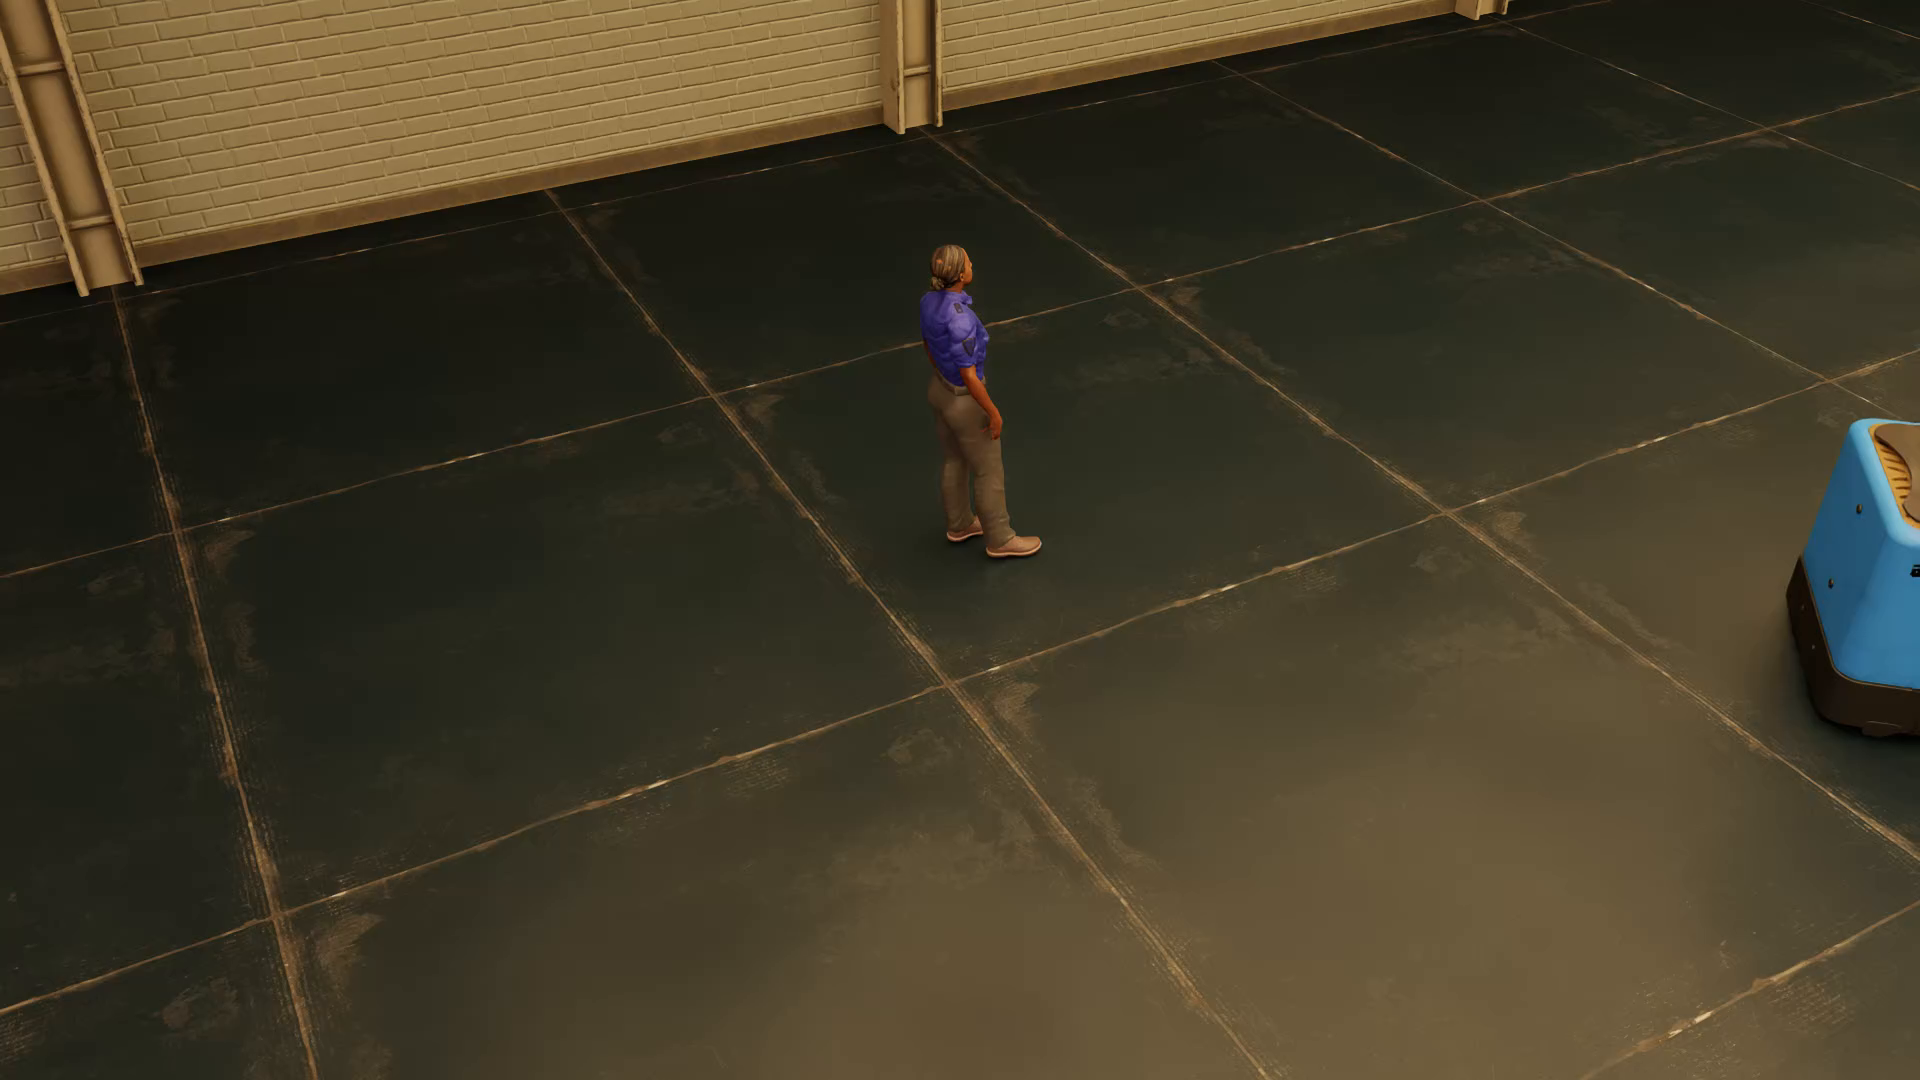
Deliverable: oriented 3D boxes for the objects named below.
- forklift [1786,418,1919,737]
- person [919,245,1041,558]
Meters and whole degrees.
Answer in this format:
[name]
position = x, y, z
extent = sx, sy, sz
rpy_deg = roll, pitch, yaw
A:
[forklift]
position = 5.418, -0.420, 6.717
extent = 3.031, 2.935, 1.130
rpy_deg = 8, 36, 11
[person]
position = 0.087, -0.695, 8.200
extent = 0.504, 1.654, 0.569
rpy_deg = -17, 39, -23
